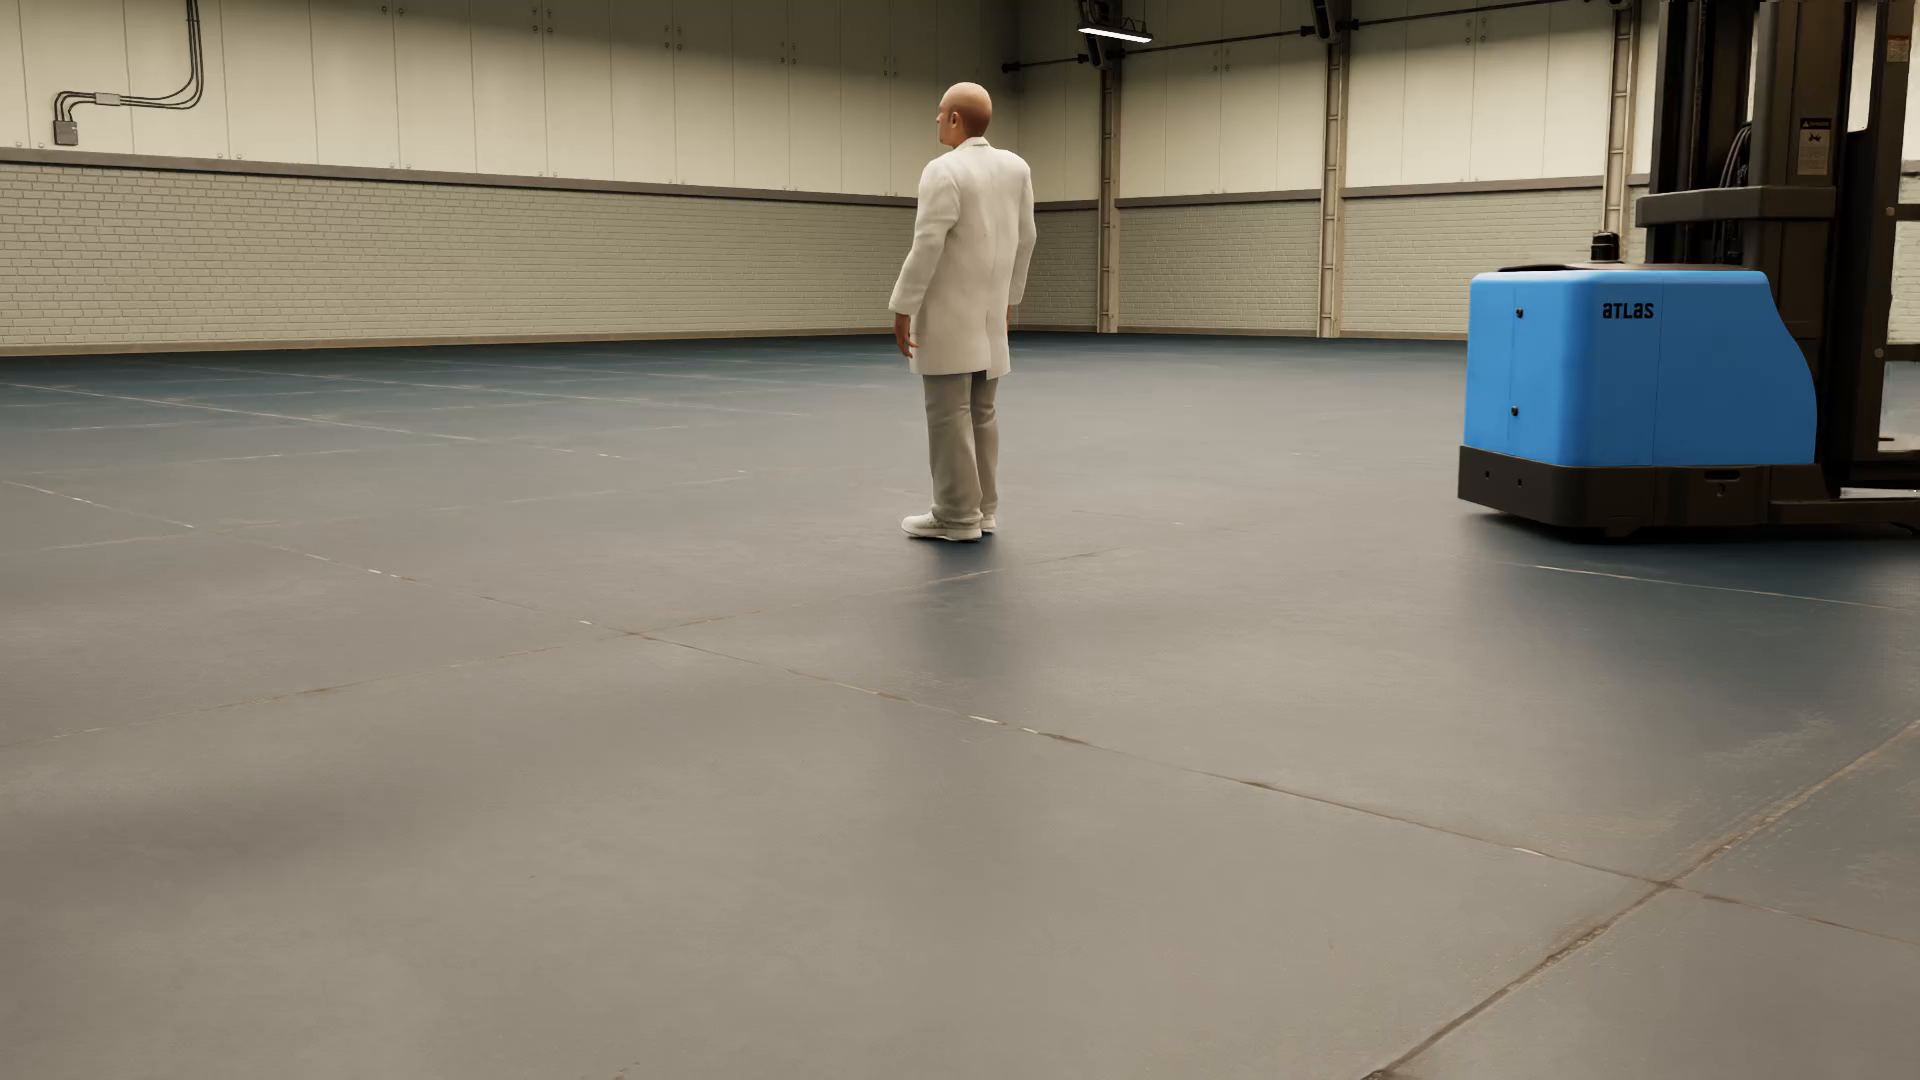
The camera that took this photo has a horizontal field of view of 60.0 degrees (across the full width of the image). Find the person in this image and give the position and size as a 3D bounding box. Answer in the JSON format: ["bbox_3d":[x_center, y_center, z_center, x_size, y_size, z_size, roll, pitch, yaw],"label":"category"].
[{"bbox_3d":[-0.063,-0.896,6.650,0.578,1.777,0.696,8,12,43],"label":"person"}]

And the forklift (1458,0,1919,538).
[{"bbox_3d":[3.798,-1.531,7.042,3.031,2.935,1.130,-1,9,-8],"label":"forklift"}]
